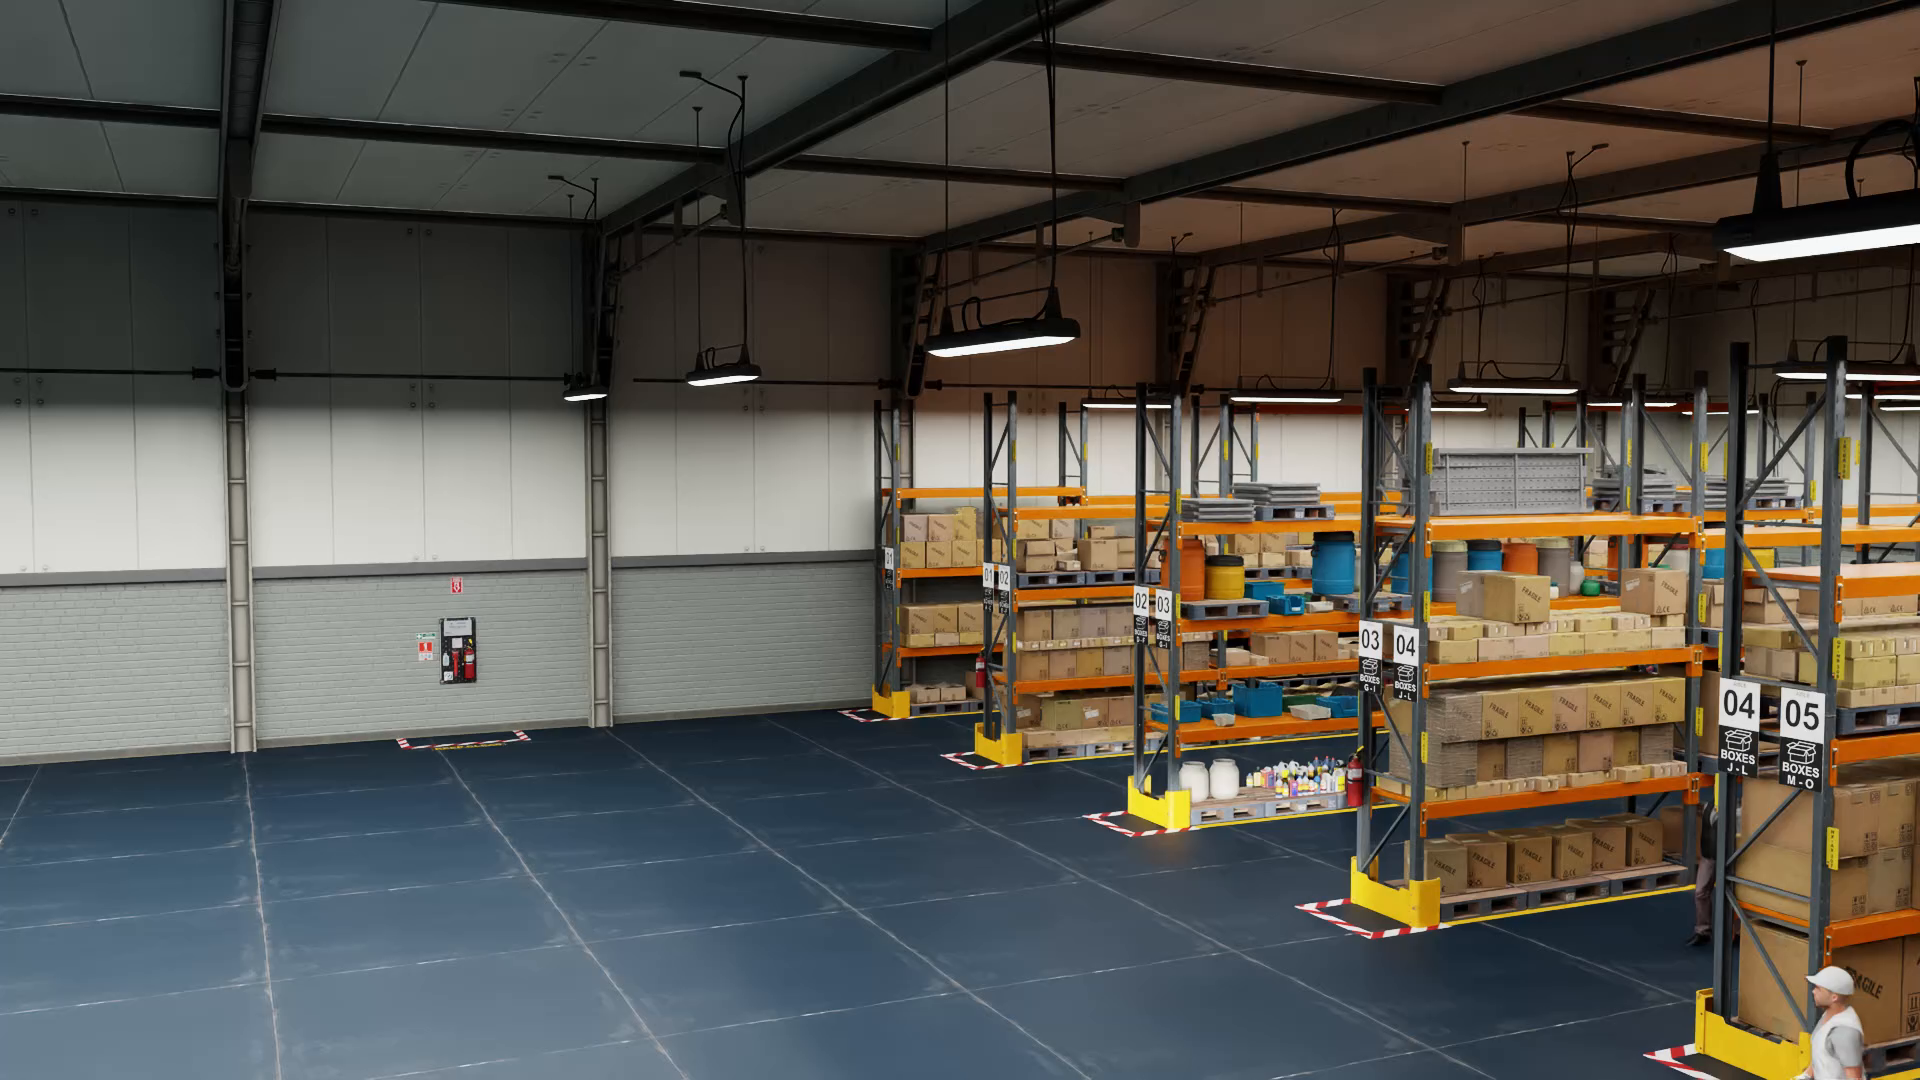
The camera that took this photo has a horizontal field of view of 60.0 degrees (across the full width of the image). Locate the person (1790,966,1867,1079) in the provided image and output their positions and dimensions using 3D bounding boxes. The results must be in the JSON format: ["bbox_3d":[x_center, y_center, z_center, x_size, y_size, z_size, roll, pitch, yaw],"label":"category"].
[{"bbox_3d":[5.716,3.644,10.886,1.135,1.727,0.633,0,3,8],"label":"person"}]

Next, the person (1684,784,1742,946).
[{"bbox_3d":[7.807,3.319,17.080,0.616,1.749,0.581,-2,4,-27],"label":"person"}]

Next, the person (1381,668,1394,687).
[{"bbox_3d":[9.169,2.260,34.721,0.711,1.759,0.616,1,3,15],"label":"person"}]
